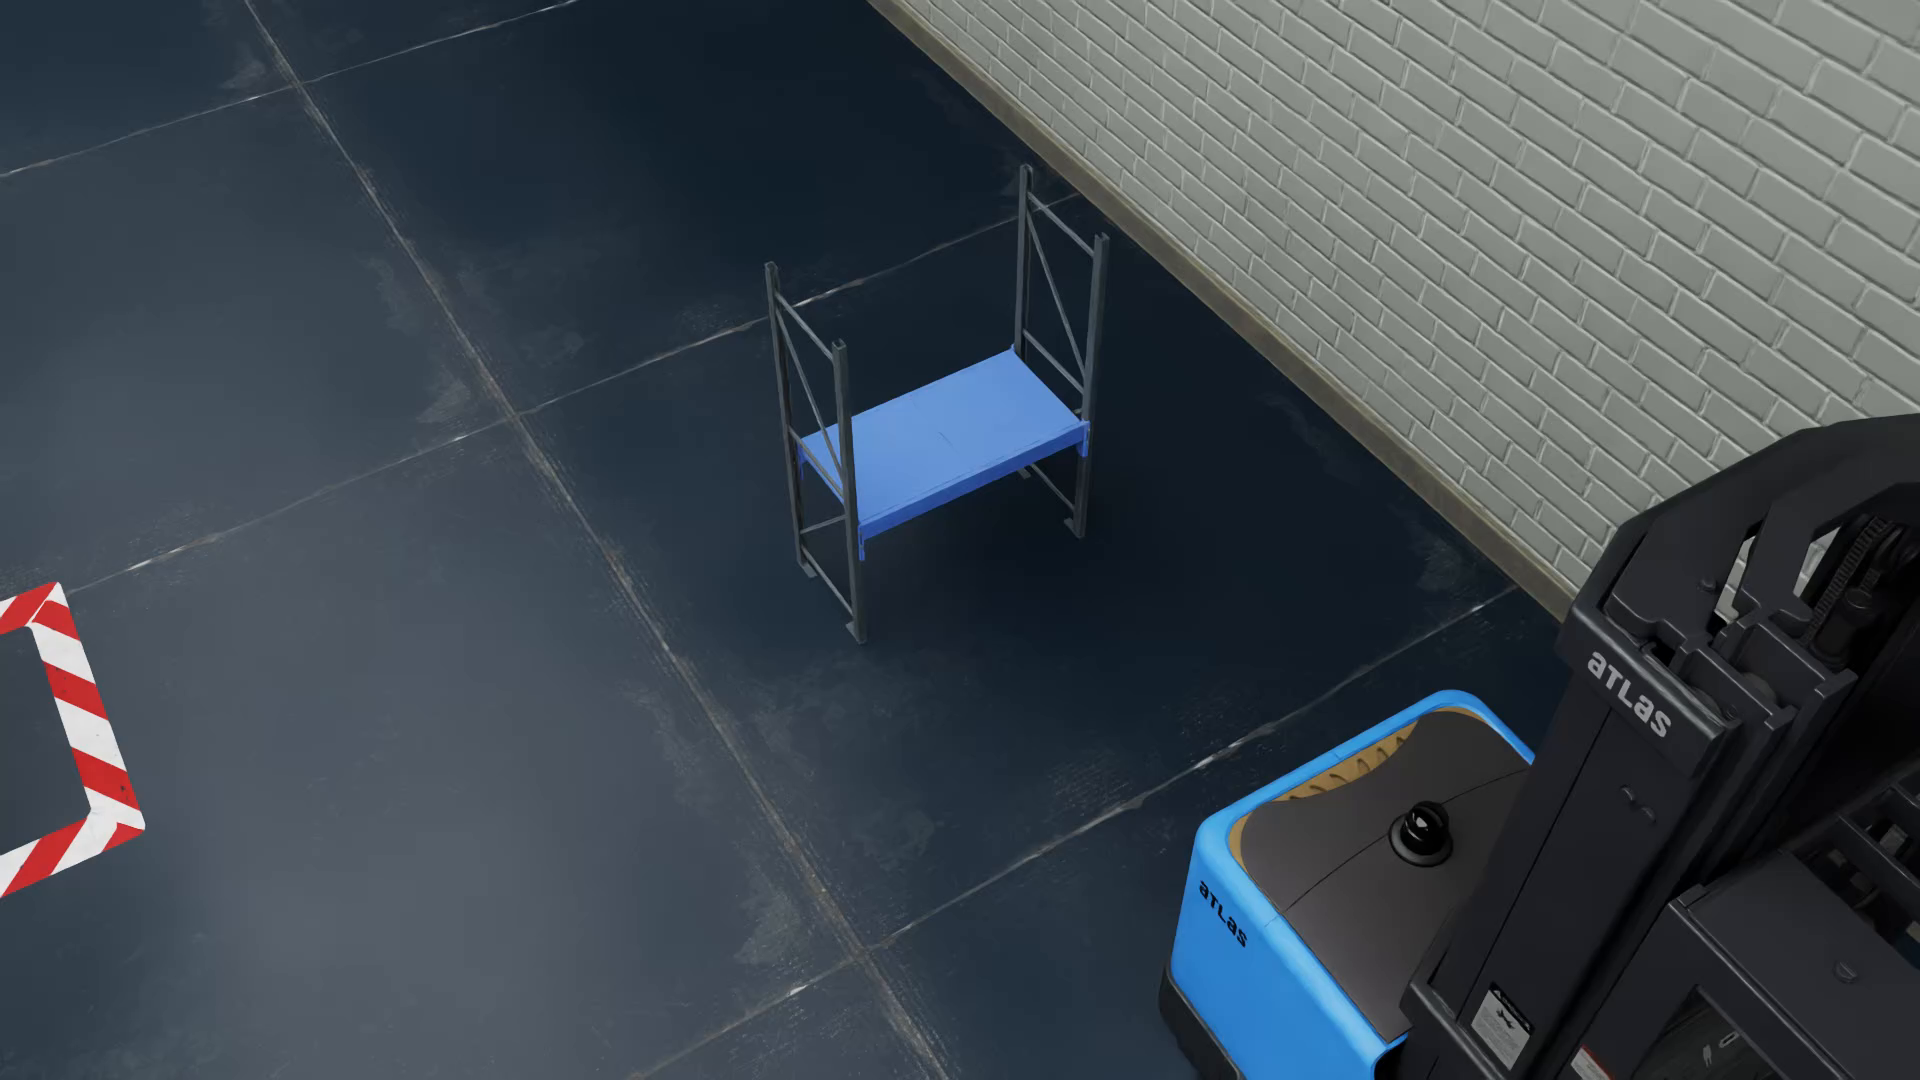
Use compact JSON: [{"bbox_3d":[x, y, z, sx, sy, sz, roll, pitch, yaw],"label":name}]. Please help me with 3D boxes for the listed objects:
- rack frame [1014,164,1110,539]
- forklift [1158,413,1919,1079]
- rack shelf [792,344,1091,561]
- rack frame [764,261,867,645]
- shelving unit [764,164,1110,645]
[{"bbox_3d":[0.358,-0.667,6.285,0.032,1.500,0.500,-25,53,-21],"label":"rack frame"},{"bbox_3d":[1.820,1.285,3.588,1.130,2.935,3.031,-24,53,-20],"label":"forklift"},{"bbox_3d":[-0.072,-0.345,6.239,1.000,0.185,0.538,-25,53,-21],"label":"rack shelf"},{"bbox_3d":[-0.502,-0.262,5.925,0.032,1.500,0.500,-25,53,-21],"label":"rack frame"},{"bbox_3d":[-0.072,-0.465,6.105,1.048,1.500,0.538,-25,53,-21],"label":"shelving unit"}]
